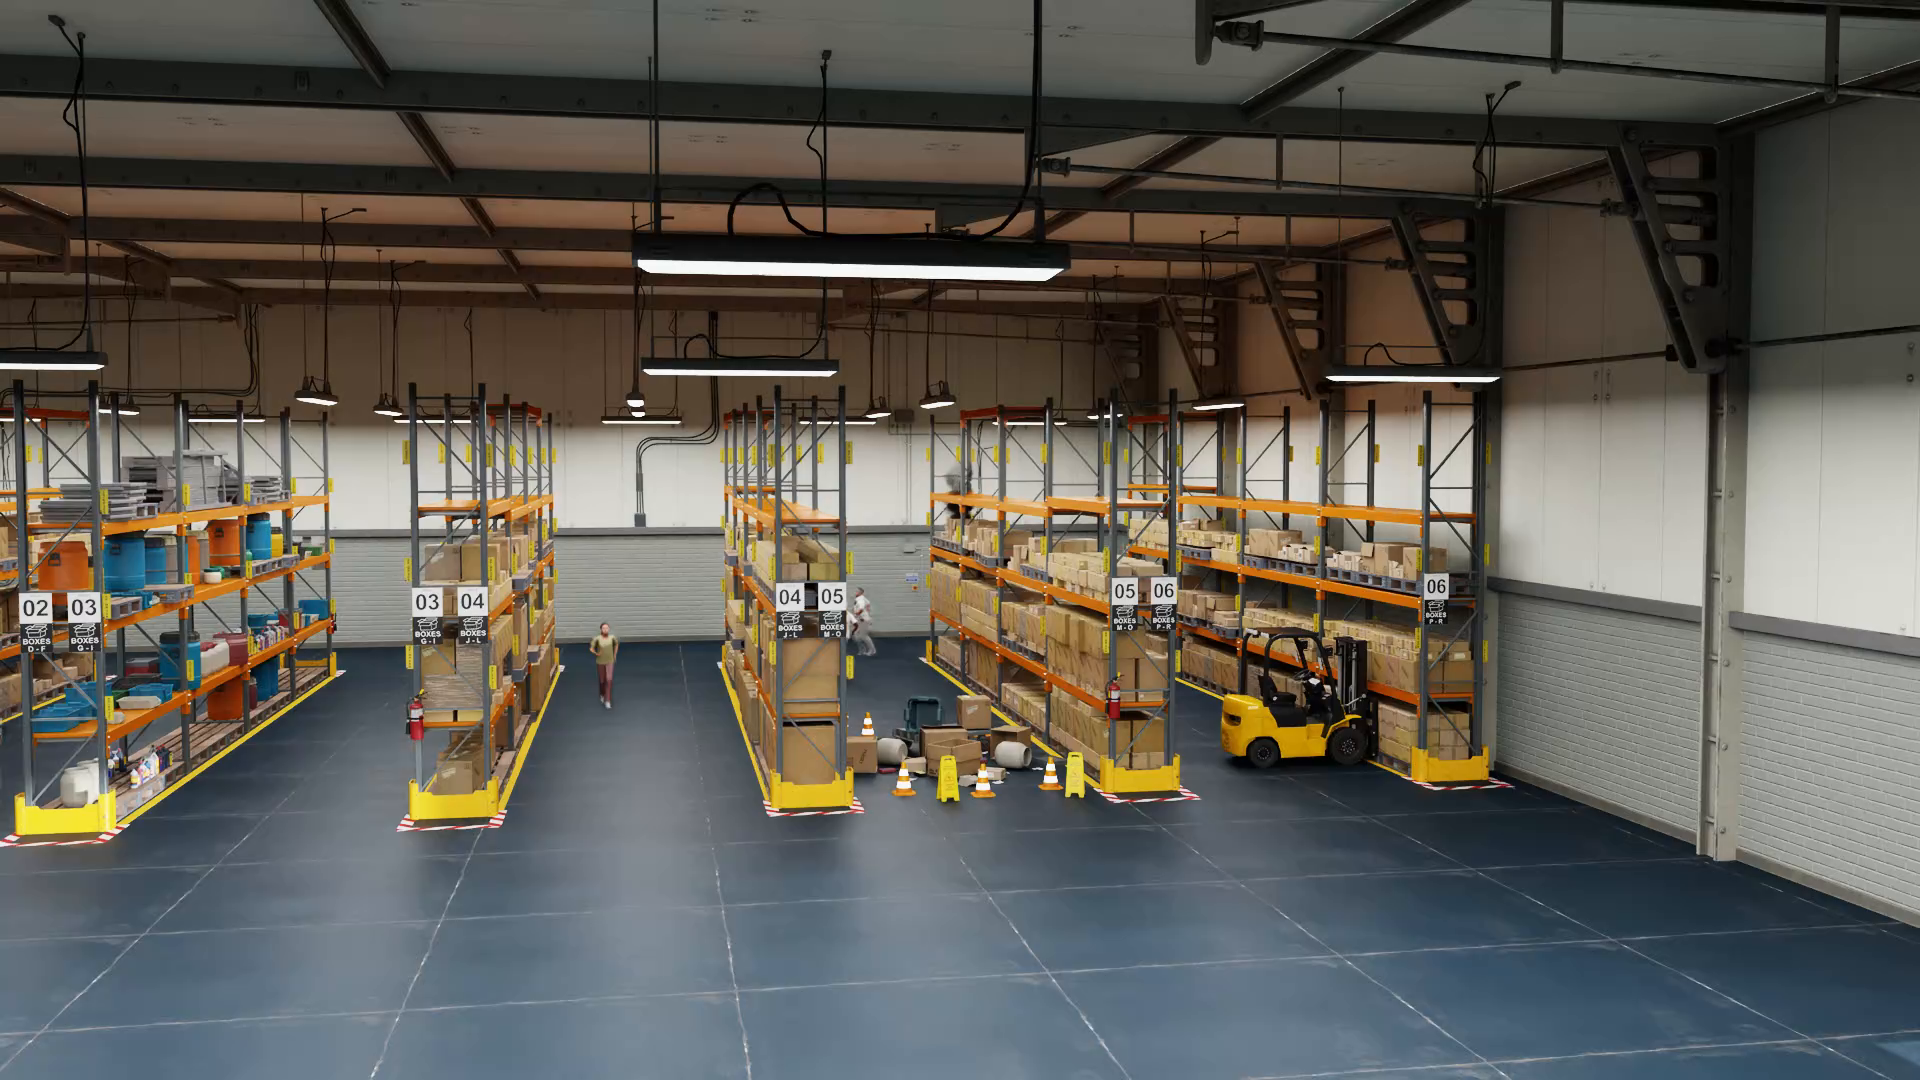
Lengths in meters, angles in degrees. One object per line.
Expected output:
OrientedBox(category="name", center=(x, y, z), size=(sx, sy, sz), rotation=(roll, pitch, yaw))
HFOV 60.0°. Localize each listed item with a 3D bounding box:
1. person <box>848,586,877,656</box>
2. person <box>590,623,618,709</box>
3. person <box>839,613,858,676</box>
OrientedBox(category="person", center=(-2.471, 2.033, 41.447), size=(0.782, 1.798, 0.635), rotation=(0, 3, -7))
OrientedBox(category="person", center=(-7.109, 2.483, 33.249), size=(0.576, 1.676, 0.899), rotation=(-1, 3, -15))
OrientedBox(category="person", center=(-2.698, 2.224, 37.601), size=(0.714, 1.745, 0.901), rotation=(-1, 3, -20))
